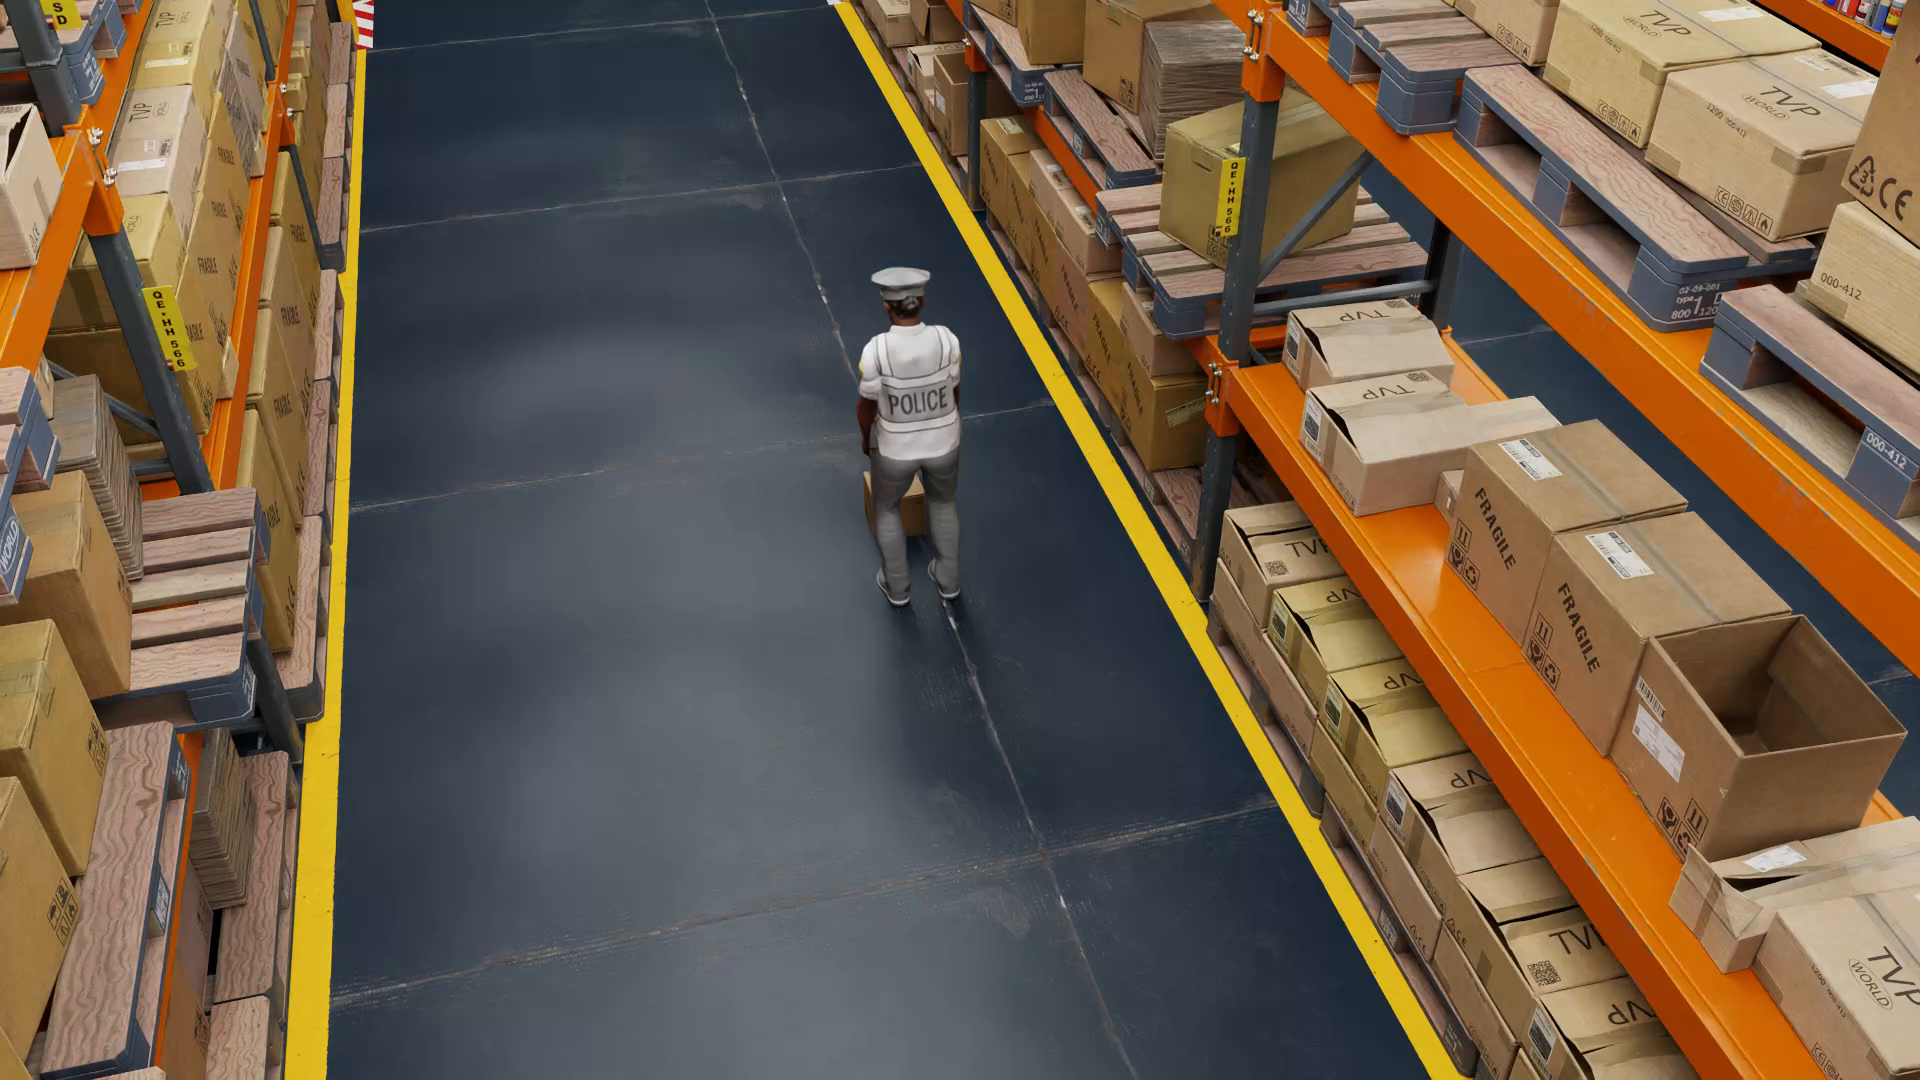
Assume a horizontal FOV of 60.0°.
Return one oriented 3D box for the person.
[{"bbox_3d":[-0.249,-0.269,7.525,0.493,1.083,0.835,-10,39,-12],"label":"person"}]
